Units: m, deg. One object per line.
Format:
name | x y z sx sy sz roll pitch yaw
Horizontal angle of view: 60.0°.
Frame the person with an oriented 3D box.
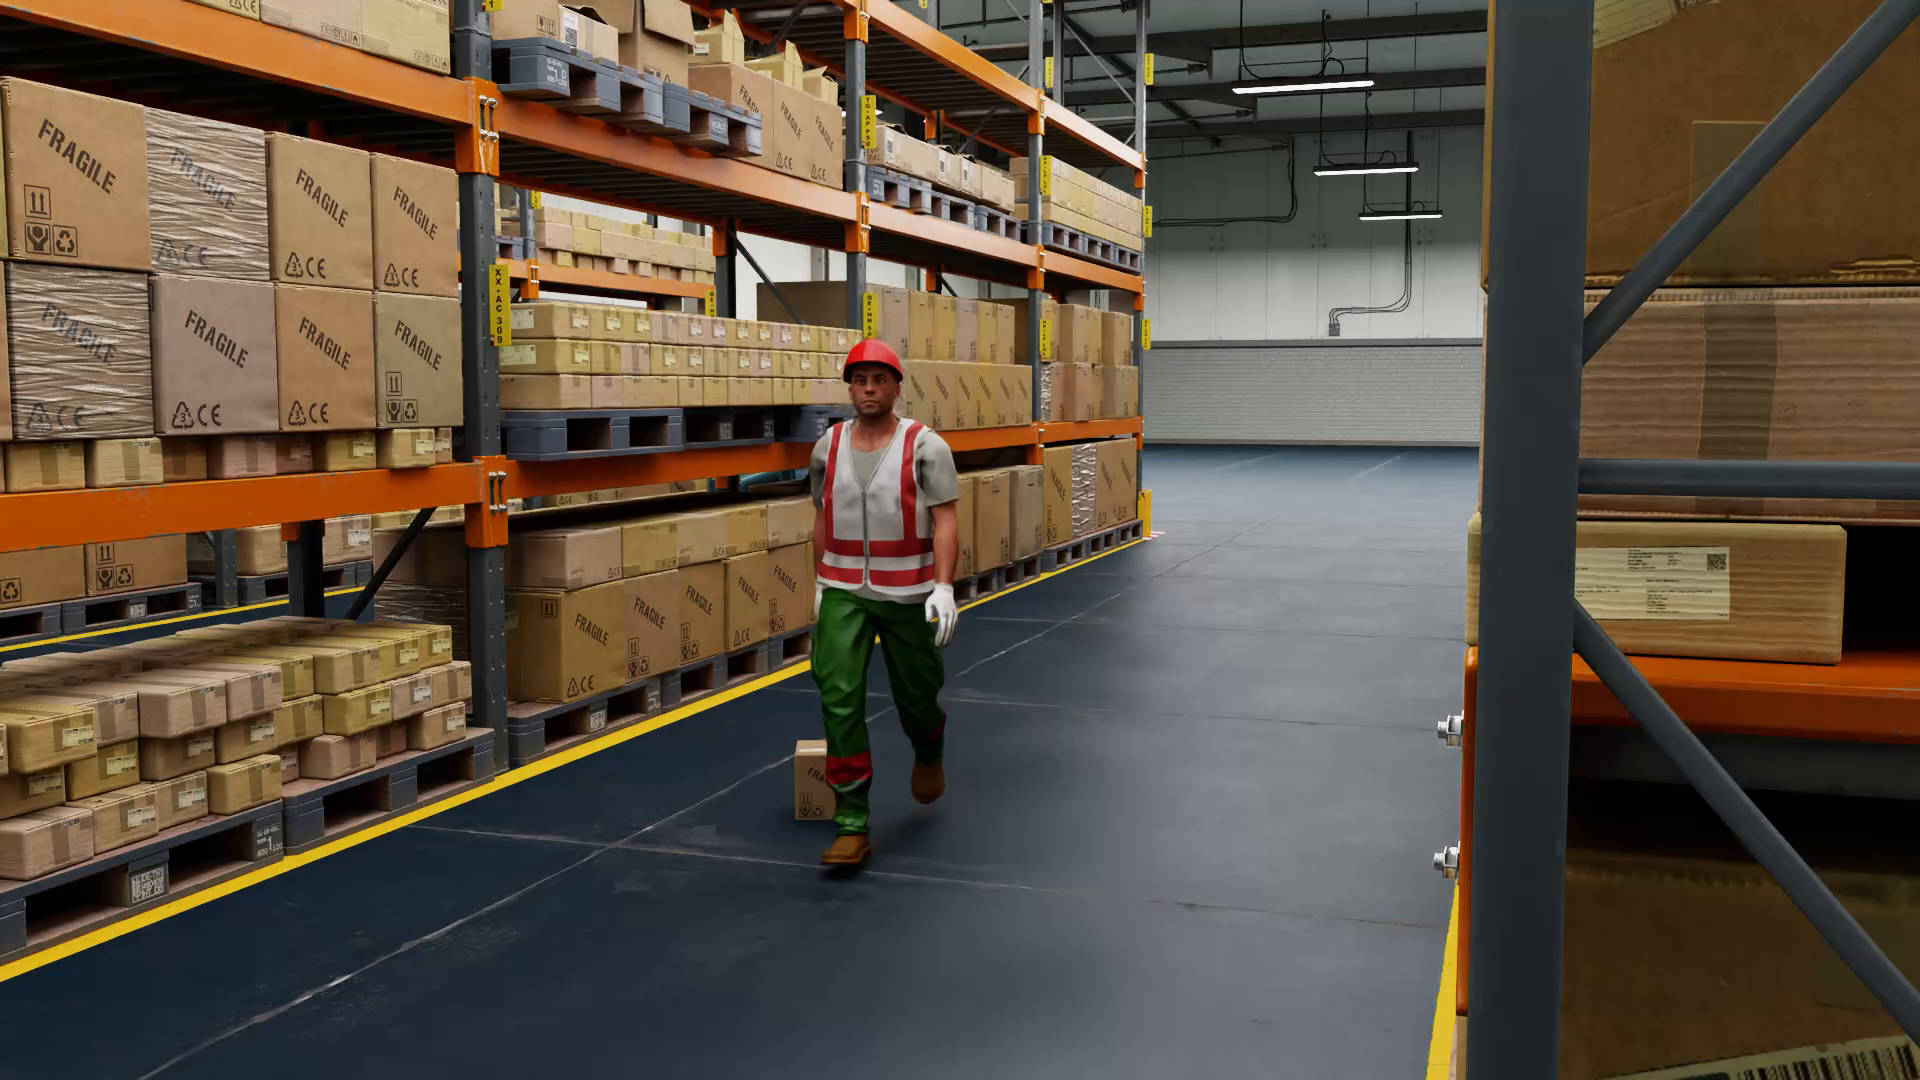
person | -0.259 0.183 5.759 0.568 1.749 0.952 1 5 9
